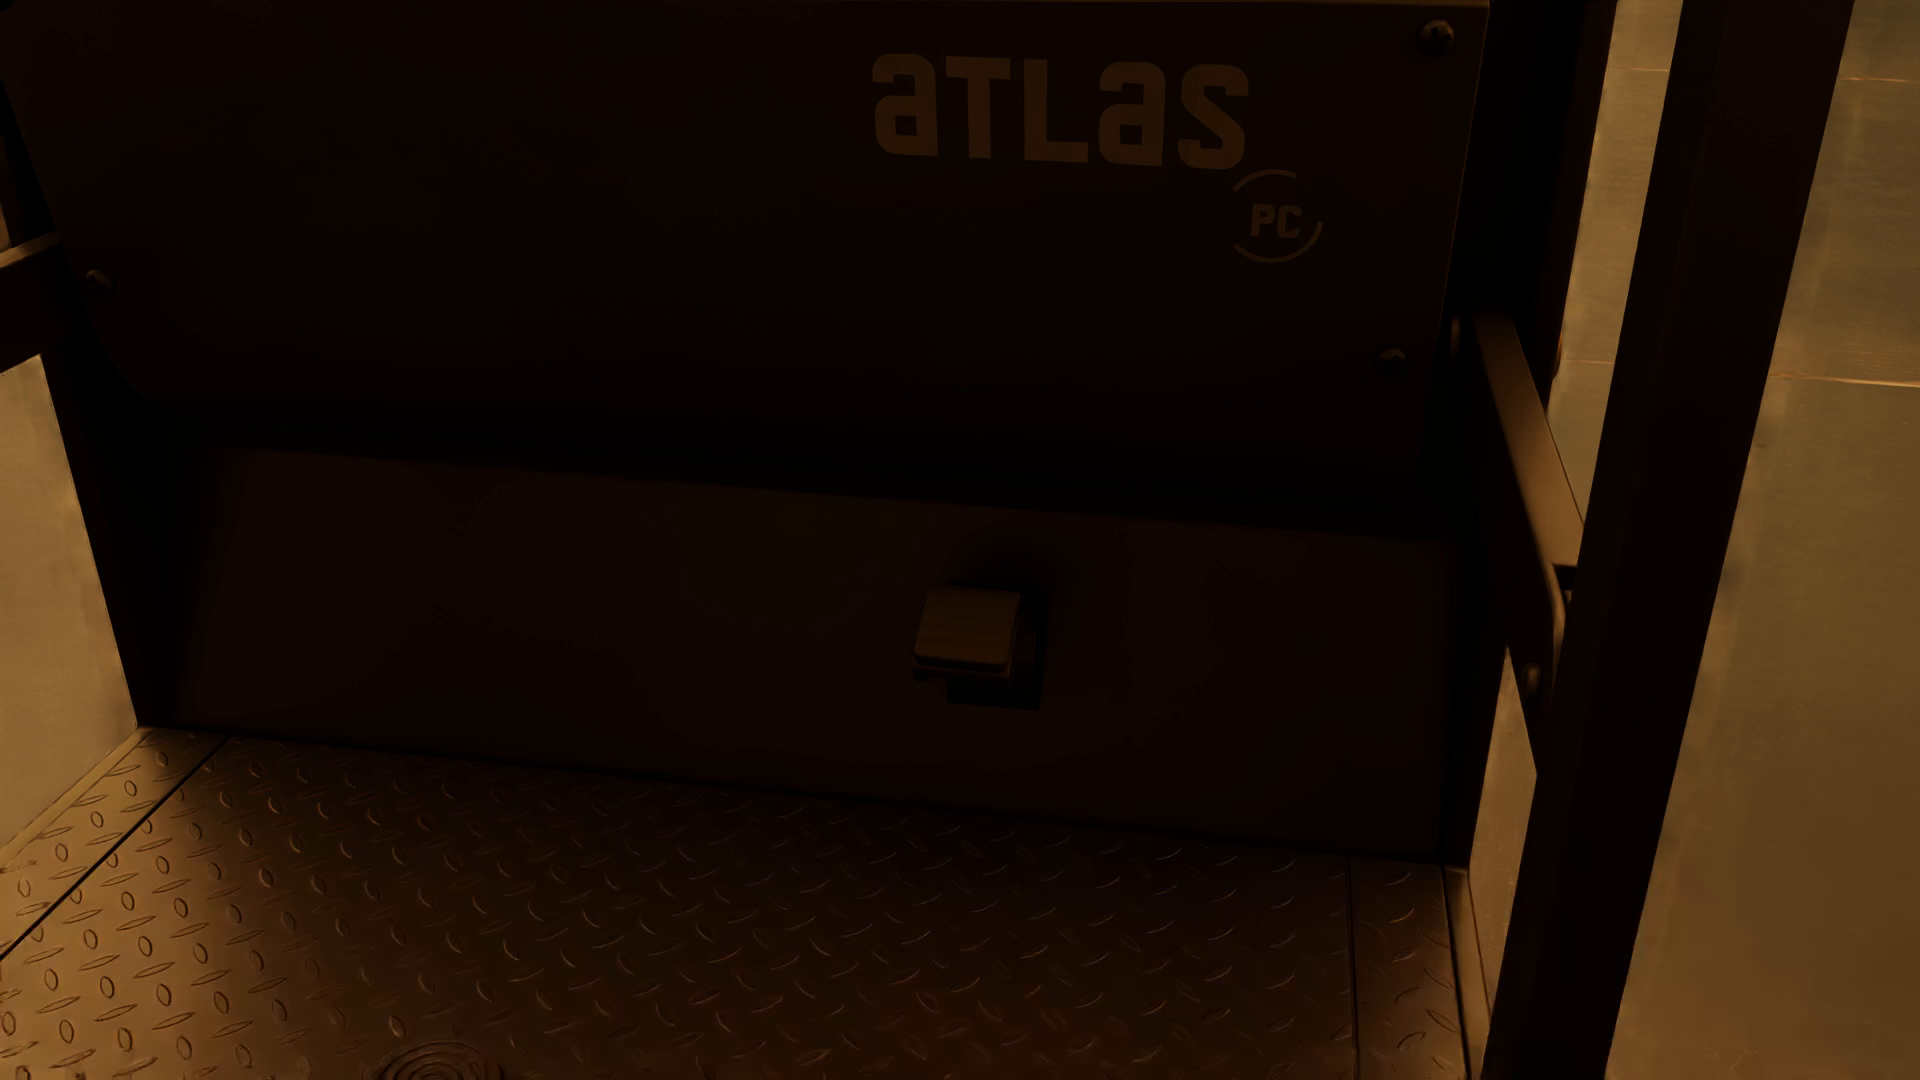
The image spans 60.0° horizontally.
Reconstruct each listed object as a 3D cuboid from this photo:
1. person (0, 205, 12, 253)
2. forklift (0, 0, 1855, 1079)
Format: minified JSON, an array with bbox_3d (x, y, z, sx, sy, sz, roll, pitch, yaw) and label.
[{"bbox_3d":[-1.013,-0.683,2.195,0.727,1.504,0.931,3,27,6],"label":"person"},{"bbox_3d":[-0.193,-0.699,0.632,1.130,2.935,3.031,5,27,9],"label":"forklift"}]
